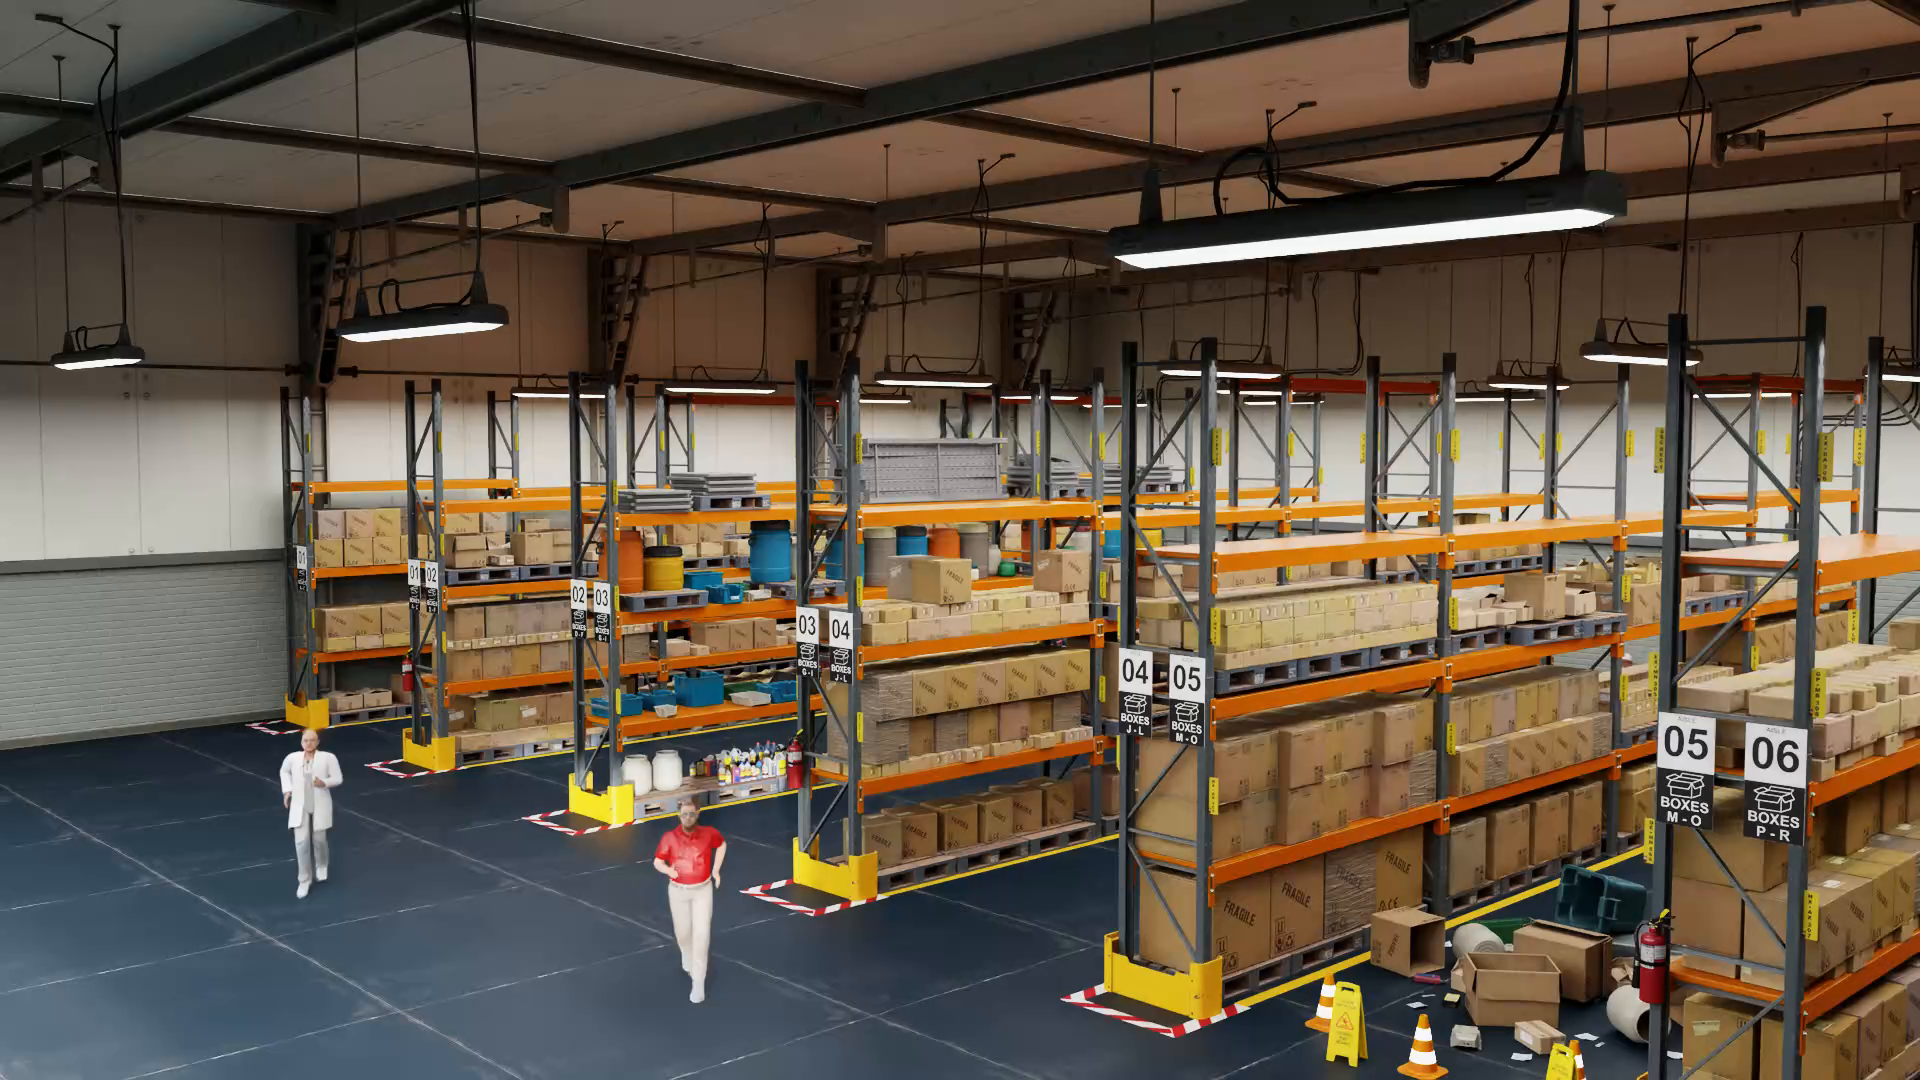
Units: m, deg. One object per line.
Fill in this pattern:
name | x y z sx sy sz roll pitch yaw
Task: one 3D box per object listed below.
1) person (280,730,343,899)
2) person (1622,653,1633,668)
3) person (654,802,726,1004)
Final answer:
person | -7.367 3.064 18.858 0.678 1.822 0.835 -1 4 -15
person | 10.293 2.641 25.661 0.792 1.818 0.639 -3 5 -38
person | -2.512 3.307 15.477 0.660 1.753 0.927 0 4 -6
